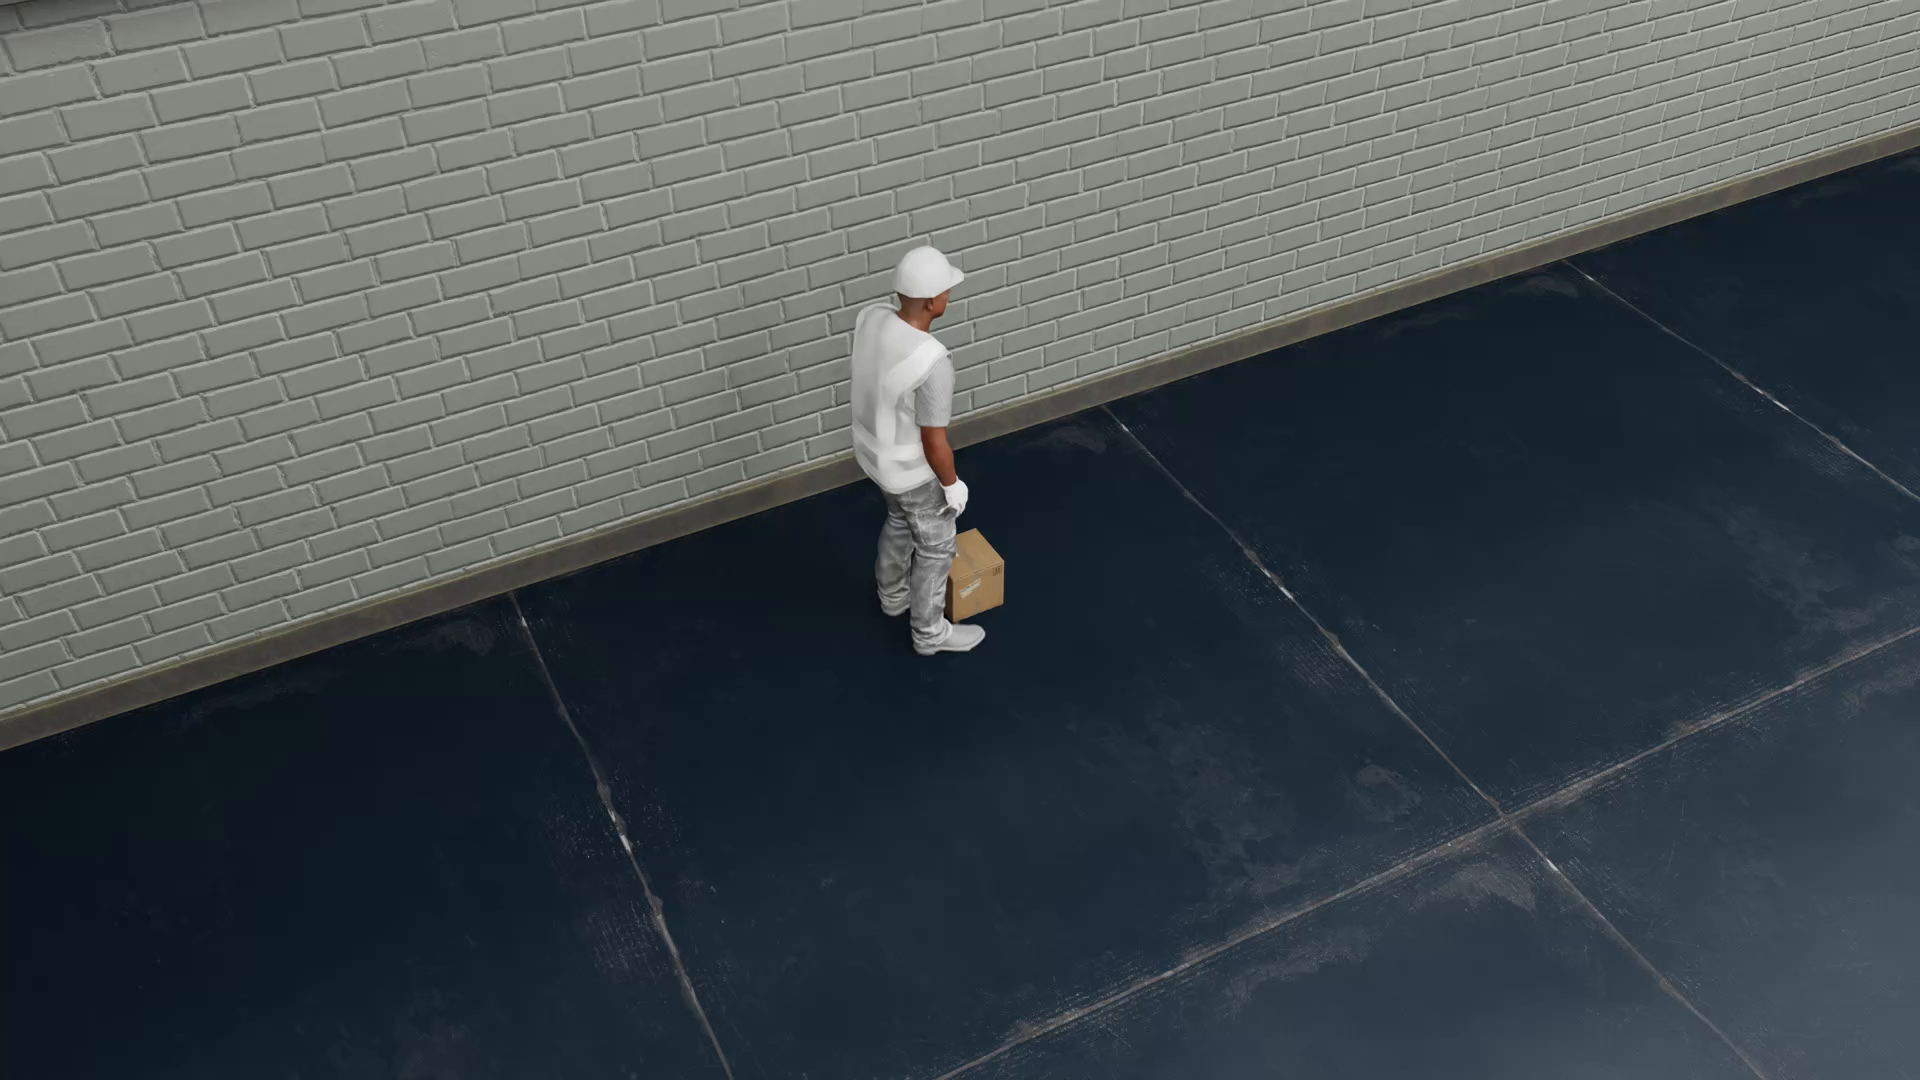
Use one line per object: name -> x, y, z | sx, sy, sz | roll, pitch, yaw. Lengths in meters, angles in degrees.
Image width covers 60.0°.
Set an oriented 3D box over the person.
person -> -0.176, -0.336, 6.539 | 0.450, 1.772, 0.619 | -21, 45, -23
